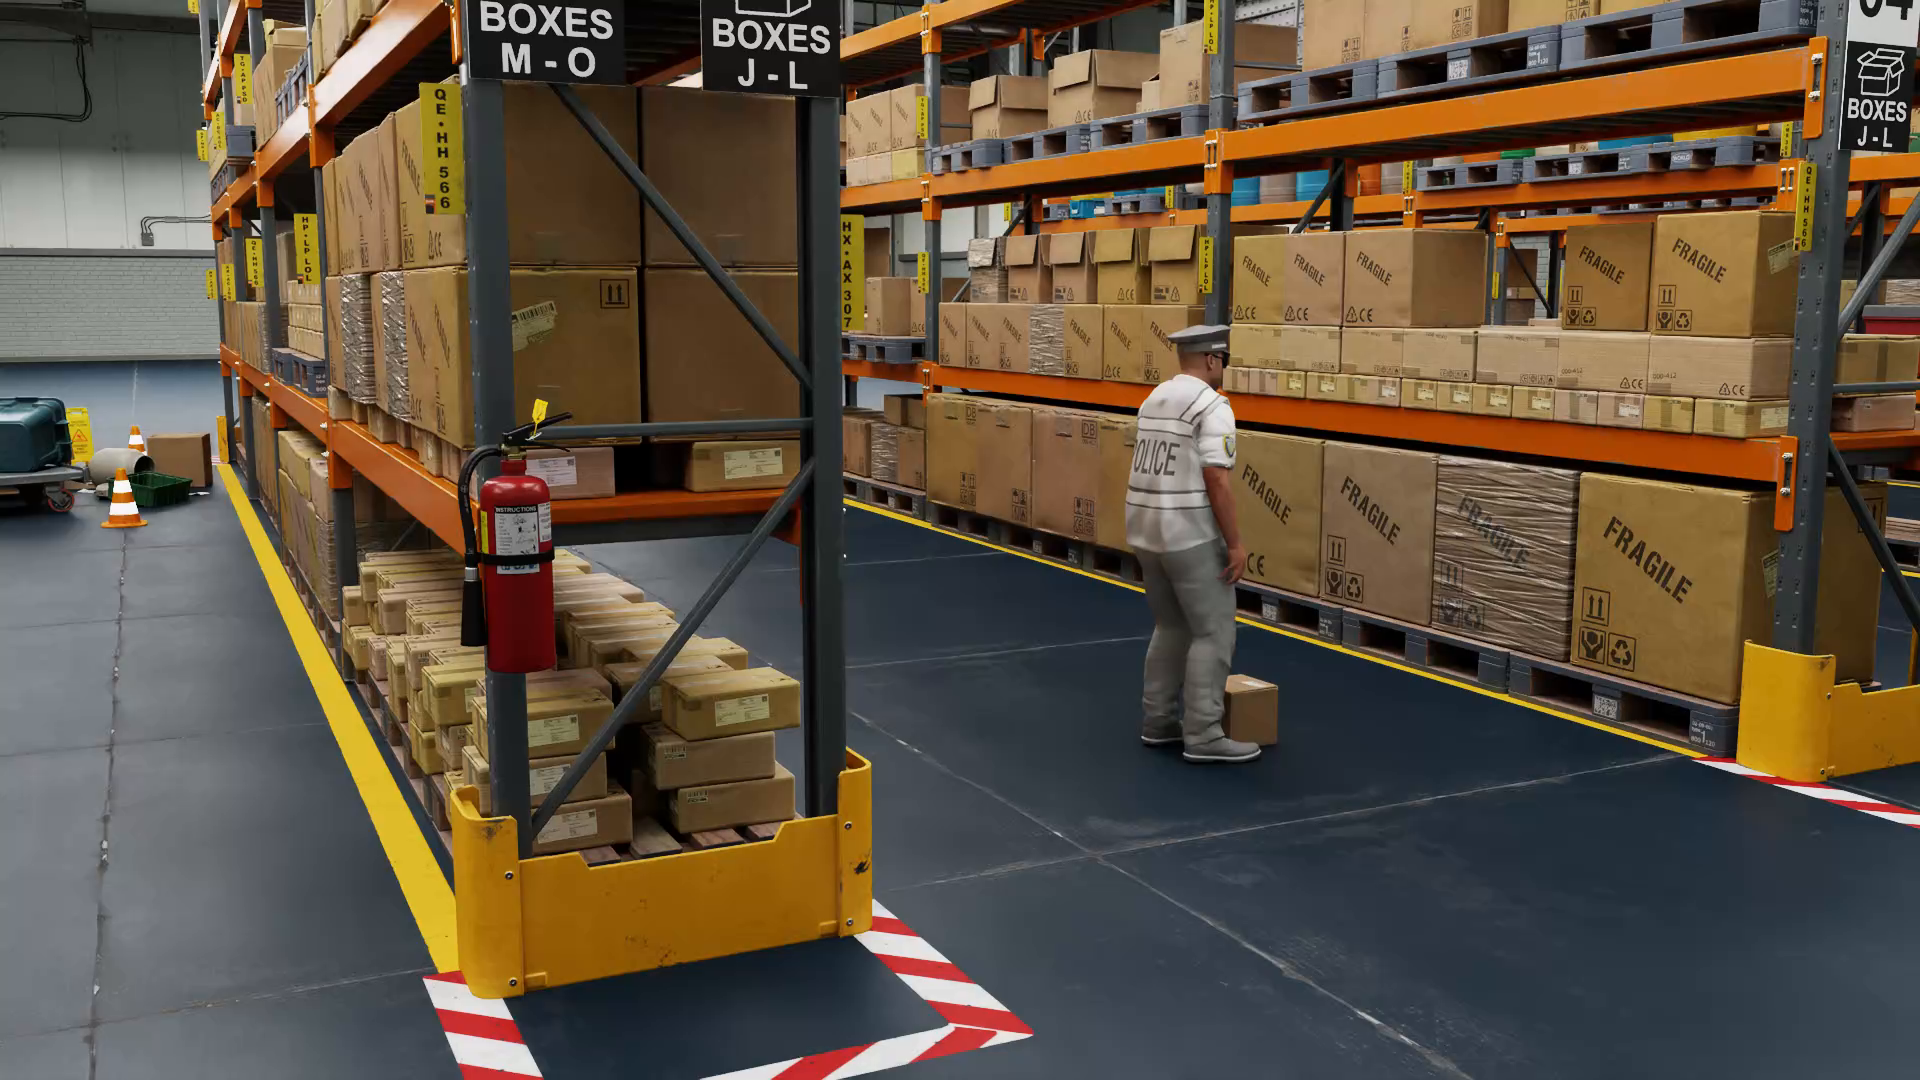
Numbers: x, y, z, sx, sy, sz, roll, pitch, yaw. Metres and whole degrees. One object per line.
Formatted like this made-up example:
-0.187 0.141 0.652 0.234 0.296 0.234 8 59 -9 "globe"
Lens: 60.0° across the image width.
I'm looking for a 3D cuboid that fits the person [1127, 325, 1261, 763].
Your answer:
0.924 0.003 6.790 0.433 1.748 0.595 -4 10 -27 "person"
